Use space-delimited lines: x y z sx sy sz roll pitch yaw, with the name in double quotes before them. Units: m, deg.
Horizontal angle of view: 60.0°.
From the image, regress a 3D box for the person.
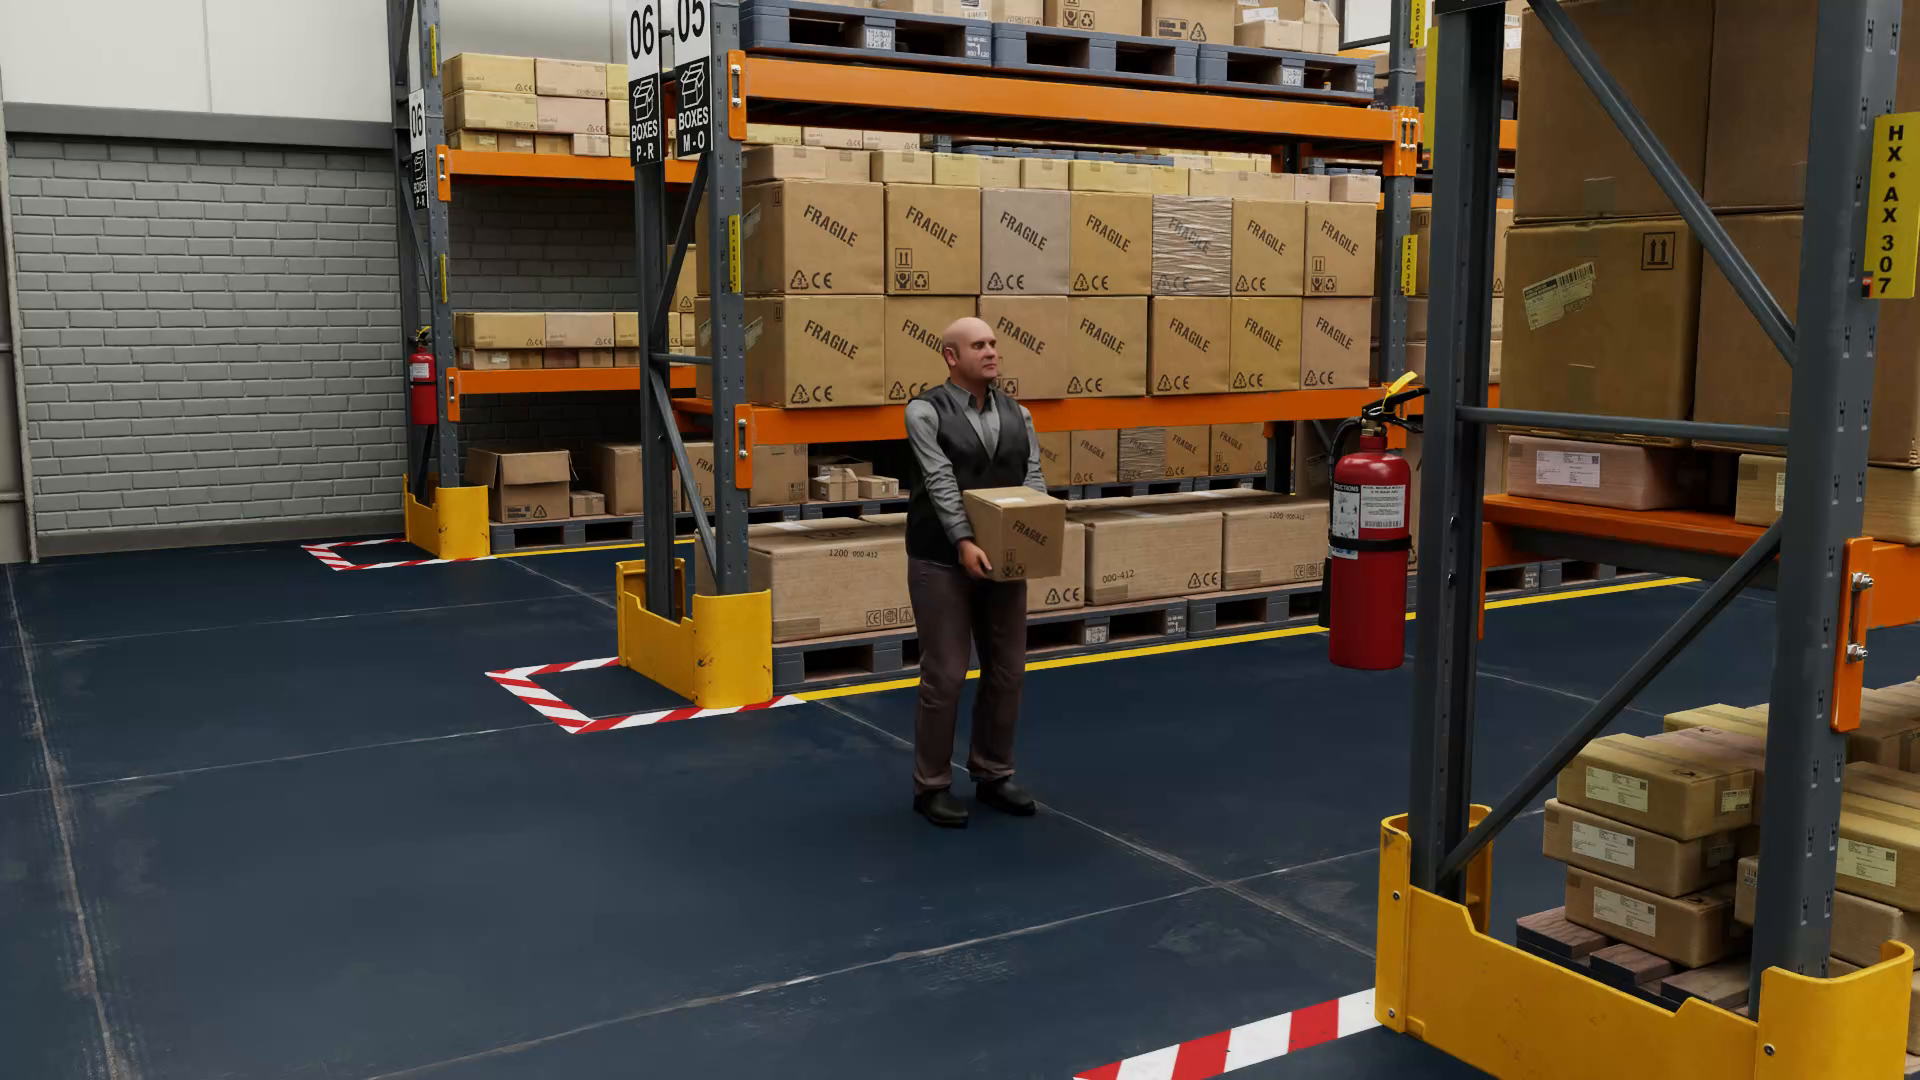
"person" 0.091 0.107 5.682 0.494 1.714 0.546 -5 9 -30
